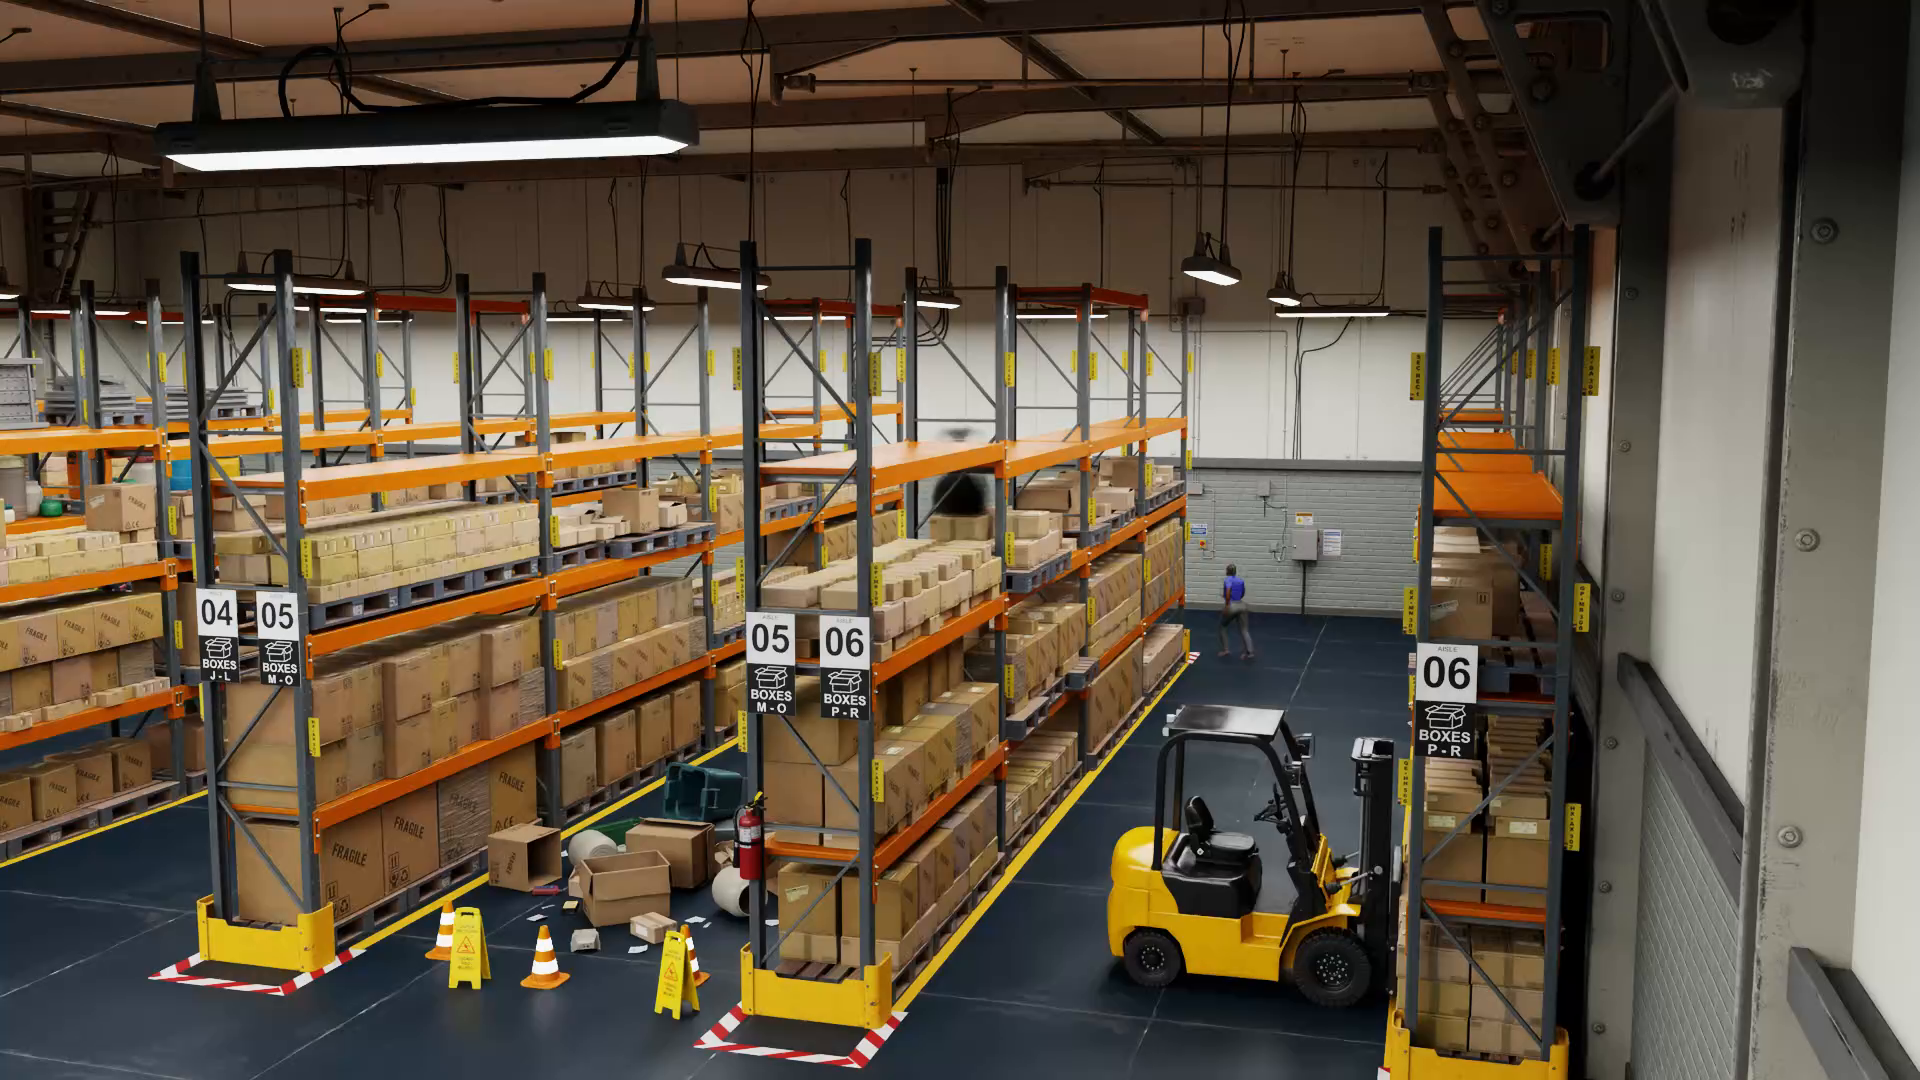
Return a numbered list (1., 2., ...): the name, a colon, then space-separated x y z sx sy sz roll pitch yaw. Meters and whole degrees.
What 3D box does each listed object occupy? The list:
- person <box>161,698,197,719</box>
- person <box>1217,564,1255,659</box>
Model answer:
1. person: -10.628 1.760 22.518 0.649 1.783 0.698 0 6 4
2. person: 4.642 1.224 28.094 0.585 1.625 0.934 -3 7 -24
